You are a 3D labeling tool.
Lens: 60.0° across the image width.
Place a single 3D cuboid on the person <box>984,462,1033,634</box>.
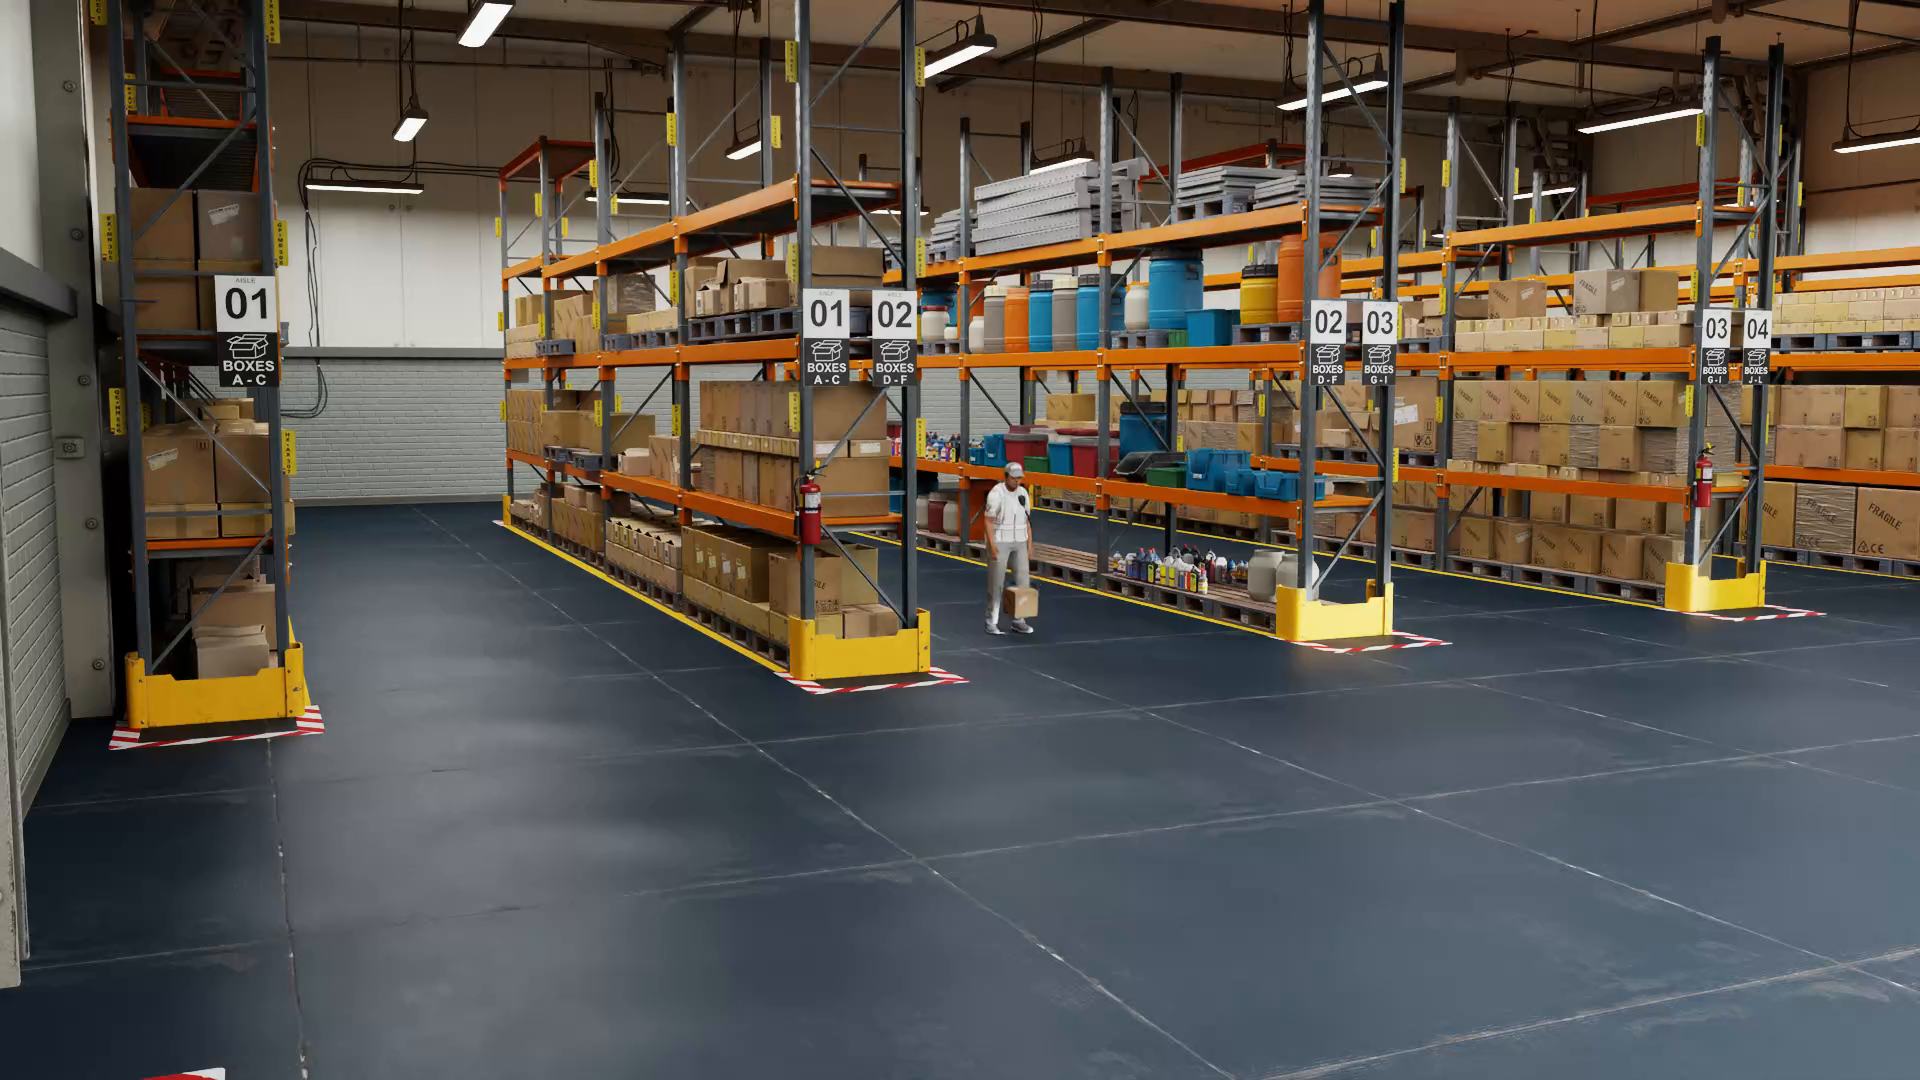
[{"bbox_3d":[0.472,0.067,16.260,0.532,1.668,0.452,-3,6,-26],"label":"person"}]
